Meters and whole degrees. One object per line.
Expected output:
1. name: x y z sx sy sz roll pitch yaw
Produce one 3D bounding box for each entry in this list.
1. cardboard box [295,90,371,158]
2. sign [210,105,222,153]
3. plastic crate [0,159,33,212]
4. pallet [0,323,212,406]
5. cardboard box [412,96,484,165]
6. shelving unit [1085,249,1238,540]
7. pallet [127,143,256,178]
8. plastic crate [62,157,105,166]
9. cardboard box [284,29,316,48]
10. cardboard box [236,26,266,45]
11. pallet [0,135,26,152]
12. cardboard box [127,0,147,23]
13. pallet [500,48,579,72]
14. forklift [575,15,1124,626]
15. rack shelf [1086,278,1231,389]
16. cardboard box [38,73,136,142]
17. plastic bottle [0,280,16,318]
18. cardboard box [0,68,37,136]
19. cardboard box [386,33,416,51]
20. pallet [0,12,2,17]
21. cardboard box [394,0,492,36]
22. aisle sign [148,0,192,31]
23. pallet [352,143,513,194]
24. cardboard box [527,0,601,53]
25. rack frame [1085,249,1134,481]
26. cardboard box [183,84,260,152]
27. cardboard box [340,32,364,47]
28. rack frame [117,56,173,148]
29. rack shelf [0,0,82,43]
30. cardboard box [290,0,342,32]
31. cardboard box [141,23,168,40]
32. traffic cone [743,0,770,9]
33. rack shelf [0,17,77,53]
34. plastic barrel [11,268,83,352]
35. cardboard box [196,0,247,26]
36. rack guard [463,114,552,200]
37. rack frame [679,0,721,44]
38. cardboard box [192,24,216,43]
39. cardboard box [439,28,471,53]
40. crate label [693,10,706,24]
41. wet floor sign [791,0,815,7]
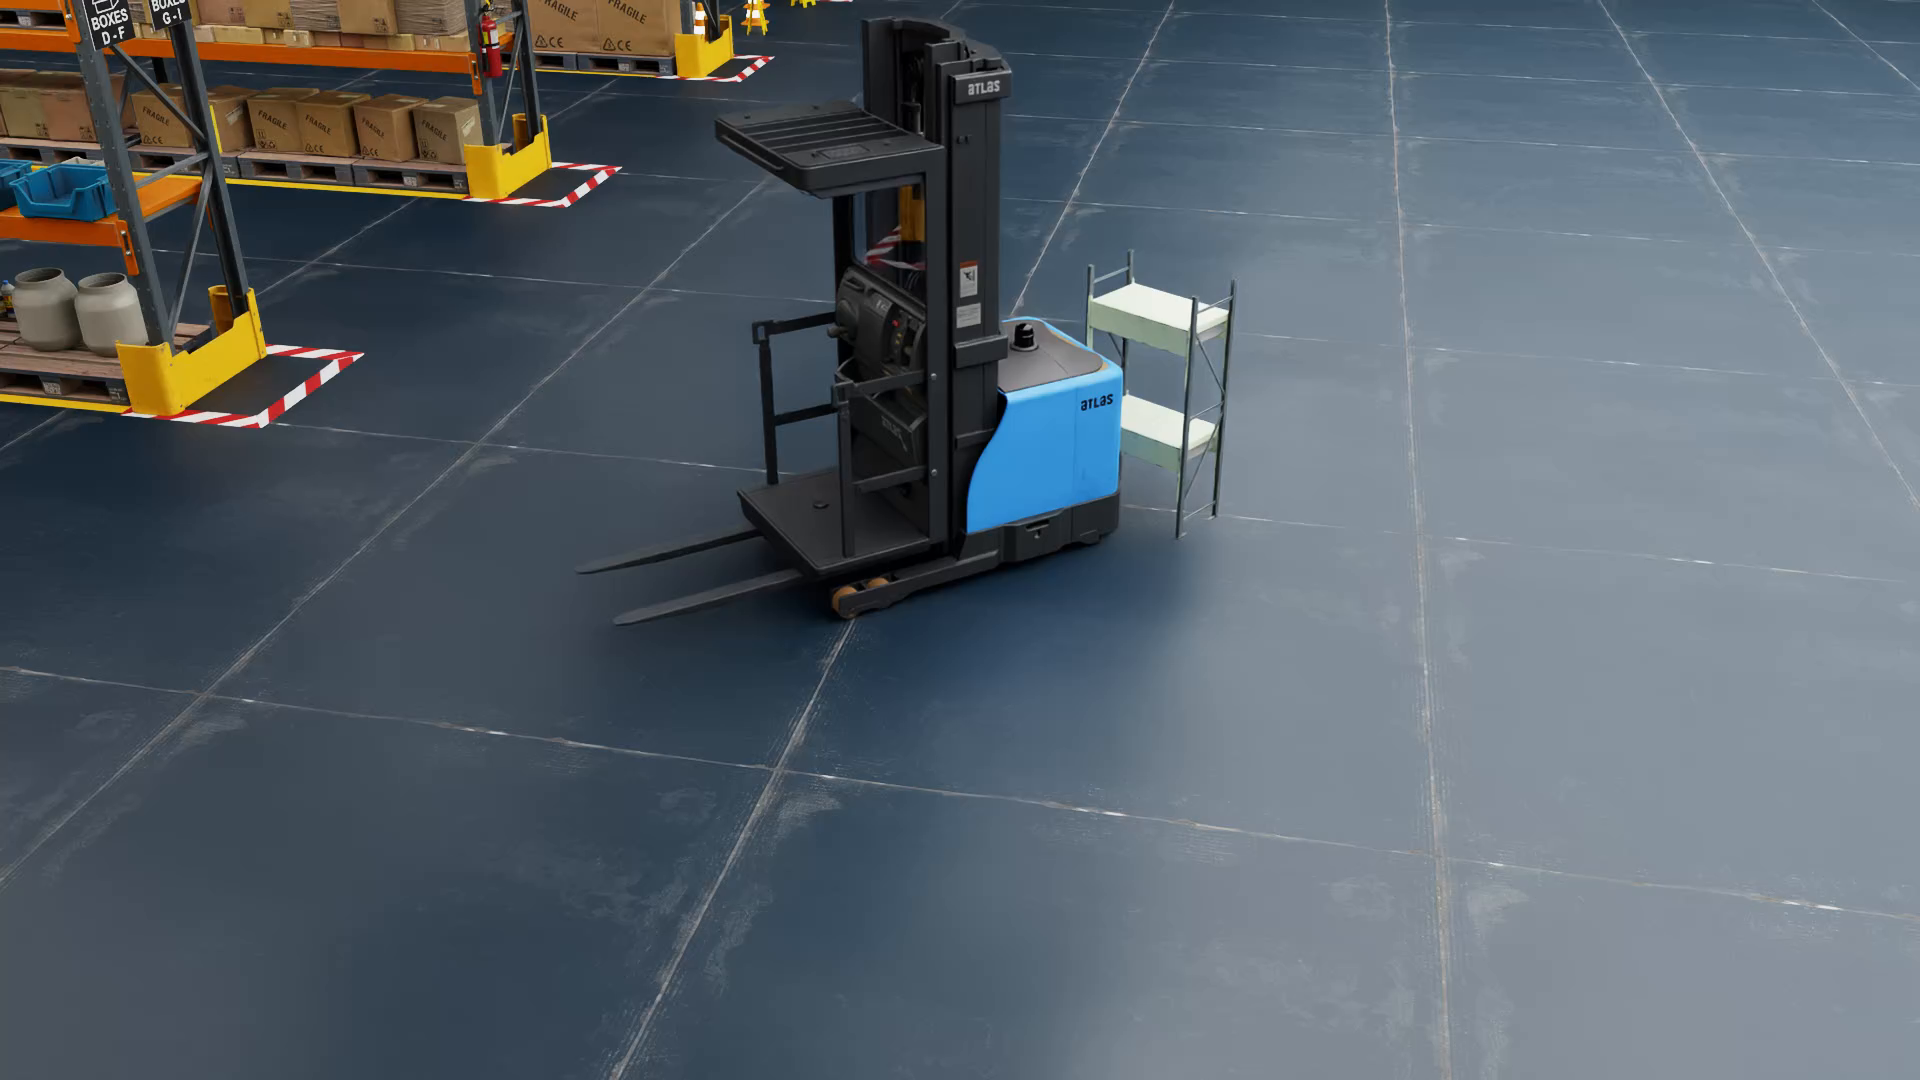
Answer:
1. cardboard box: -6.067 -4.056 16.200 0.500 0.500 0.500 9 30 15
2. sign: -5.175 -2.835 11.517 0.005 0.325 0.100 6 29 11
3. plastic crate: -6.480 -2.368 11.107 0.408 0.251 0.499 6 29 11
4. pallet: -6.171 -1.302 11.909 1.213 0.211 1.003 6 29 11
5. cardboard box: -4.867 -3.940 15.989 0.500 0.500 0.500 11 31 20
6. shelving unit: 1.141 -0.853 9.746 0.755 1.500 0.431 24 37 37
7. pallet: -7.507 -3.909 16.670 1.213 0.211 1.003 6 29 11
8. plastic crate: -6.102 -2.581 11.615 0.250 0.136 0.298 6 29 11
9. cardboard box: -6.070 -4.704 15.481 0.250 0.149 0.380 6 29 11
10. cardboard box: -6.554 -4.766 15.593 0.250 0.149 0.380 6 29 11
11. pallet: -10.130 -4.158 17.126 1.213 0.211 1.003 6 29 11
12. cardboard box: -7.744 -5.283 15.862 0.500 0.500 0.875 6 29 11
13. pallet: -5.113 -6.045 20.571 1.213 0.211 1.003 6 29 11
14. forklift: -0.607 -1.154 8.805 3.031 2.935 1.130 -15 32 -26
15. rack shelf: 1.141 -1.195 9.559 0.720 0.370 0.431 24 37 37
16. cardboard box: -8.767 -4.351 16.719 0.500 0.500 0.700 4 29 7
17. plastic bottle: -7.002 -1.780 12.261 0.097 0.271 0.097 0 29 0
18. cardboard box: -9.777 -4.464 16.925 0.500 0.500 0.700 3 29 6
19. cardboard box: -5.081 -4.629 15.344 0.250 0.149 0.380 6 29 11
20. pallet: -10.139 -5.321 16.545 1.213 0.211 1.003 6 29 11
21. cardboard box: -4.792 -5.024 15.390 0.500 0.500 0.875 6 29 11
22. aisle sign: -5.162 -3.726 10.726 0.004 0.787 0.394 6 29 11
23. pallet: -5.121 -3.664 16.223 1.213 0.211 1.003 6 29 11
24. cardboard box: -4.663 -6.477 20.233 0.875 0.875 0.875 5 29 10
25. rack frame: 0.874 -0.973 9.966 0.023 1.500 0.400 24 37 37
26. cardboard box: -7.227 -4.158 16.387 0.500 0.500 0.500 16 32 26
27. cardboard box: -5.558 -4.706 15.484 0.250 0.149 0.380 6 29 11
28. rack frame: -8.171 -5.183 16.093 0.127 3.000 1.000 6 29 11
29. rack shelf: -7.250 -3.656 10.931 4.000 0.370 1.077 6 29 11
30. cardboard box: -5.786 -5.088 15.507 0.500 0.500 0.875 6 29 11
31. cardboard box: -7.532 -4.867 15.777 0.250 0.149 0.380 6 29 11
32. traffic cone: -2.880 -7.760 23.443 0.334 0.463 0.336 6 29 11
33. rack shelf: -10.127 -5.068 16.632 4.000 0.370 1.077 6 29 11
34. plastic barrel: -6.444 -1.629 11.755 0.421 0.512 0.421 0 29 0
35. cardboard box: -6.753 -5.214 15.735 0.500 0.500 0.875 6 29 11
36. rack guard: -4.334 -3.693 15.975 0.348 0.500 1.175 6 29 11
37. rack frame: -3.125 -7.101 19.597 0.127 3.000 1.000 6 29 11
38. cardboard box: -7.050 -4.802 15.659 0.250 0.149 0.380 6 29 11
39. cardboard box: -4.581 -4.603 15.296 0.250 0.149 0.380 6 29 11
40. crate label: -3.561 -7.112 22.598 0.298 0.136 0.250 -9 30 -16
41. wet floor sign: -2.228 -7.881 23.474 0.232 0.644 0.267 17 33 28
